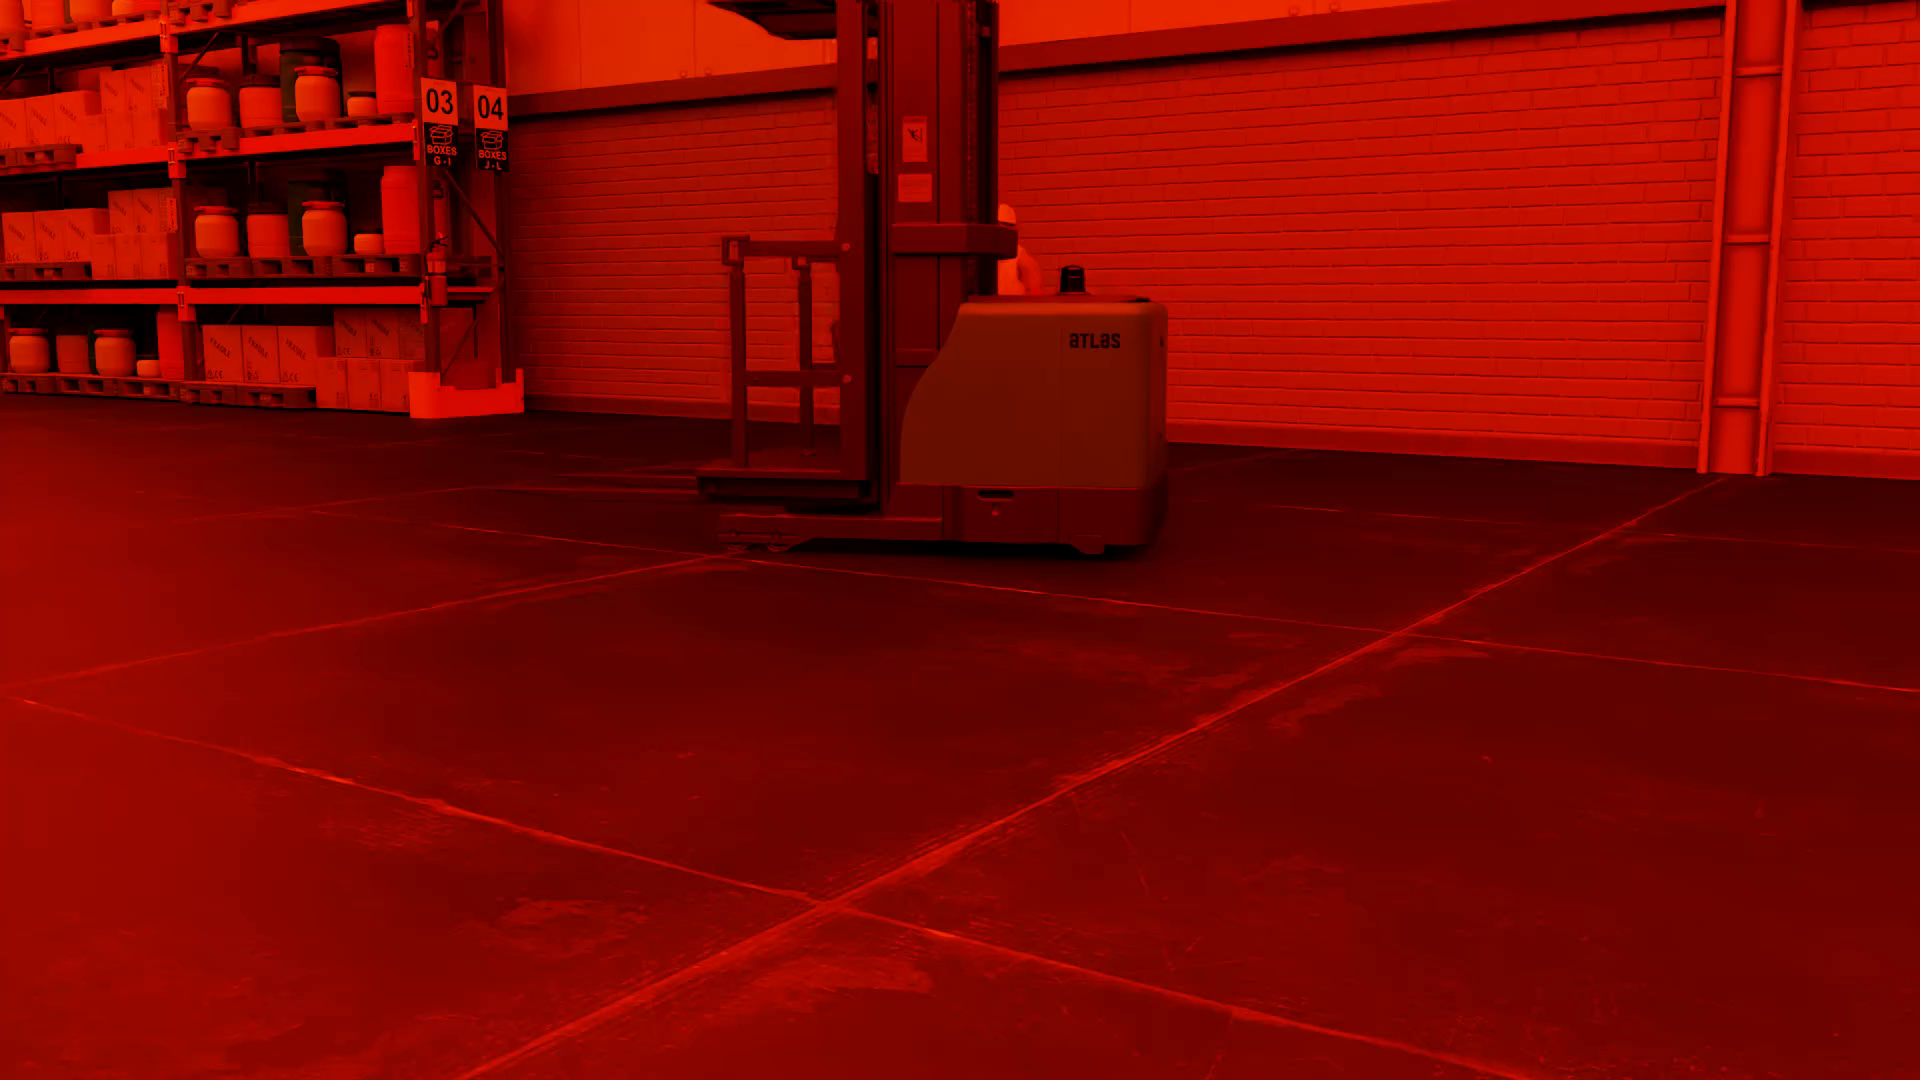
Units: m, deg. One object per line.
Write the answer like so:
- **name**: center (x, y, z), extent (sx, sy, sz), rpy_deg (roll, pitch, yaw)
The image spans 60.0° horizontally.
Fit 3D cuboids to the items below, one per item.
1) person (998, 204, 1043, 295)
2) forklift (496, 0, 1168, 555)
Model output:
- **person**: center (0.268, -1.422, 11.455), extent (0.877, 1.747, 0.452), rpy_deg (2, 8, 16)
- **forklift**: center (-0.596, -1.469, 7.520), extent (3.031, 2.935, 1.130), rpy_deg (2, 8, 12)
